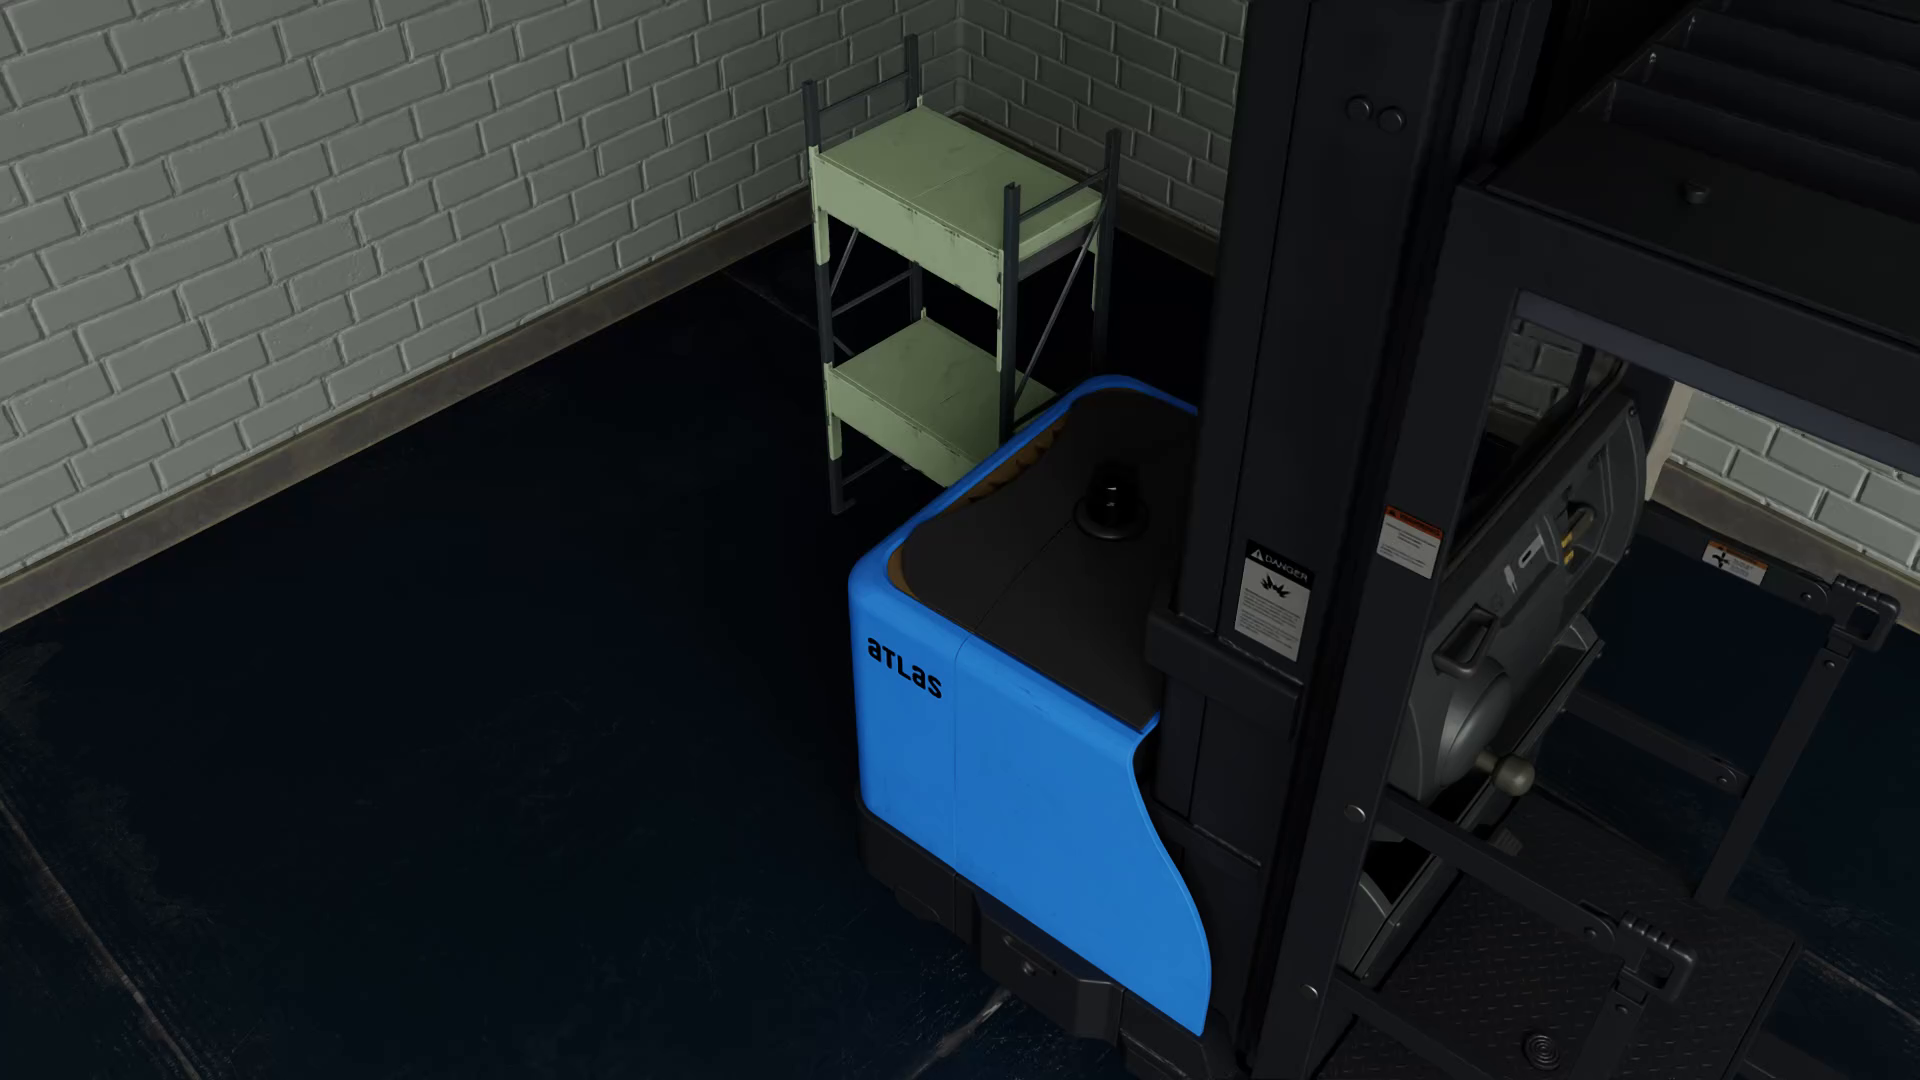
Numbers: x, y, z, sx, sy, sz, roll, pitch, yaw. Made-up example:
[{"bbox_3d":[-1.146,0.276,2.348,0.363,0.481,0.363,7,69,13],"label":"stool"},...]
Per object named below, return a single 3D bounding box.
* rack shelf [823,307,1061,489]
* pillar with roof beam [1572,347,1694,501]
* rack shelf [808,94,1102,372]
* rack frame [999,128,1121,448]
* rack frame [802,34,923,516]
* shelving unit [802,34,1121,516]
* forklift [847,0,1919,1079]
[{"bbox_3d":[-0.005,-0.315,4.966,0.431,0.370,0.720,-34,53,-31],"label":"rack shelf"},{"bbox_3d":[-1.031,-1.418,0.153,9.100,9.000,0.400,-34,53,-31],"label":"pillar with roof beam"},{"bbox_3d":[-0.005,-0.841,4.480,0.431,0.370,0.720,-34,53,-31],"label":"rack shelf"},{"bbox_3d":[0.254,-0.378,4.554,0.400,1.500,0.023,-34,53,-31],"label":"rack frame"},{"bbox_3d":[-0.263,-0.730,4.935,0.400,1.500,0.023,-34,53,-31],"label":"rack frame"},{"bbox_3d":[-0.005,-0.554,4.744,0.431,1.500,0.755,-34,53,-31],"label":"shelving unit"},{"bbox_3d":[1.196,0.163,2.914,3.031,2.935,1.130,29,50,28],"label":"forklift"}]
